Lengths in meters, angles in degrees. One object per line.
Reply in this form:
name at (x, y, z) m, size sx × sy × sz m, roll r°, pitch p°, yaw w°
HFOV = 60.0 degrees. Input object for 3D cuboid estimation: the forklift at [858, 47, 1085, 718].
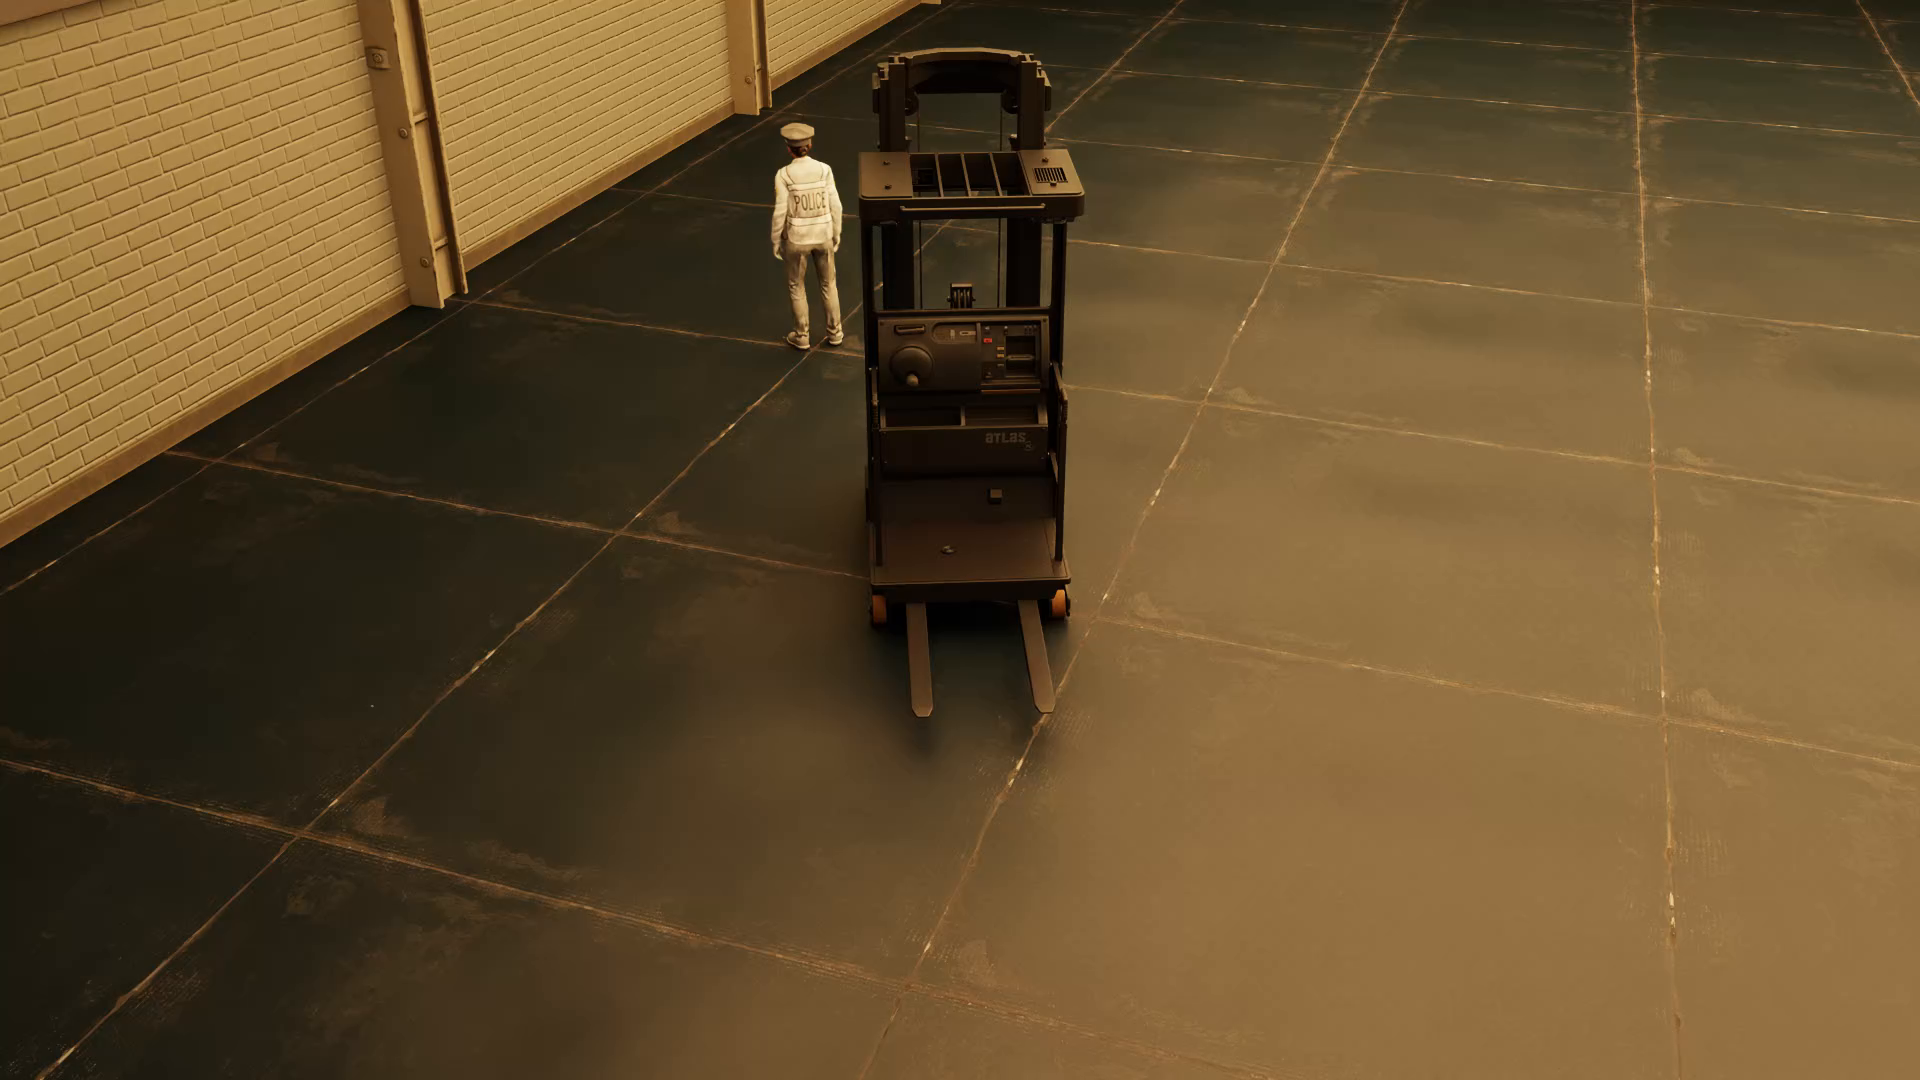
forklift at (0.030, -0.972, 8.842) m, size 1.121 × 2.935 × 3.031 m, roll -2°, pitch 30°, yaw -3°

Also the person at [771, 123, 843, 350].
person at (-1.132, -2.225, 12.321) m, size 0.541 × 1.664 × 0.374 m, roll -10°, pitch 31°, yaw -18°
